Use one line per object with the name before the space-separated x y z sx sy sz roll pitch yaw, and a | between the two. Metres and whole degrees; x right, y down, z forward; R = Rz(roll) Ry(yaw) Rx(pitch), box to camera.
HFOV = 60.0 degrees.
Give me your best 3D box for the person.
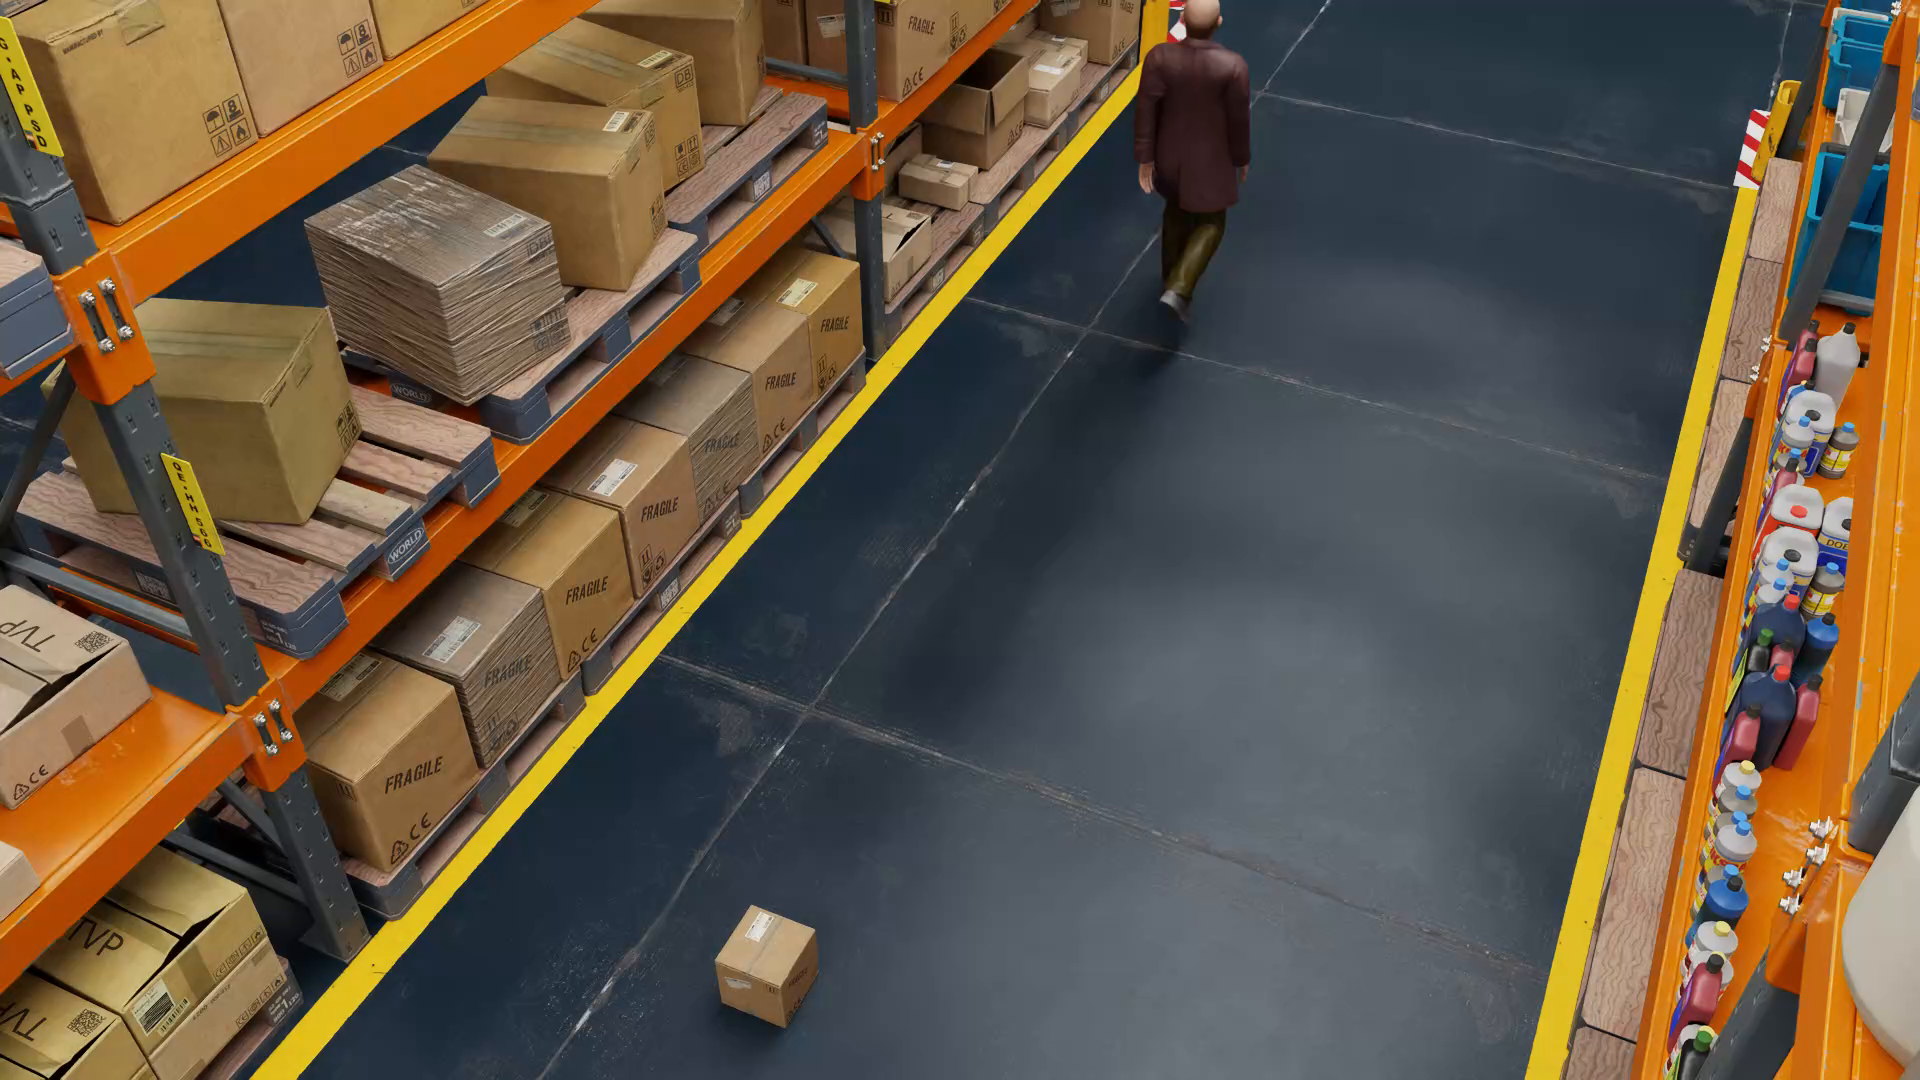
person | 1.155 -1.909 8.318 0.565 1.745 0.912 18 45 20
